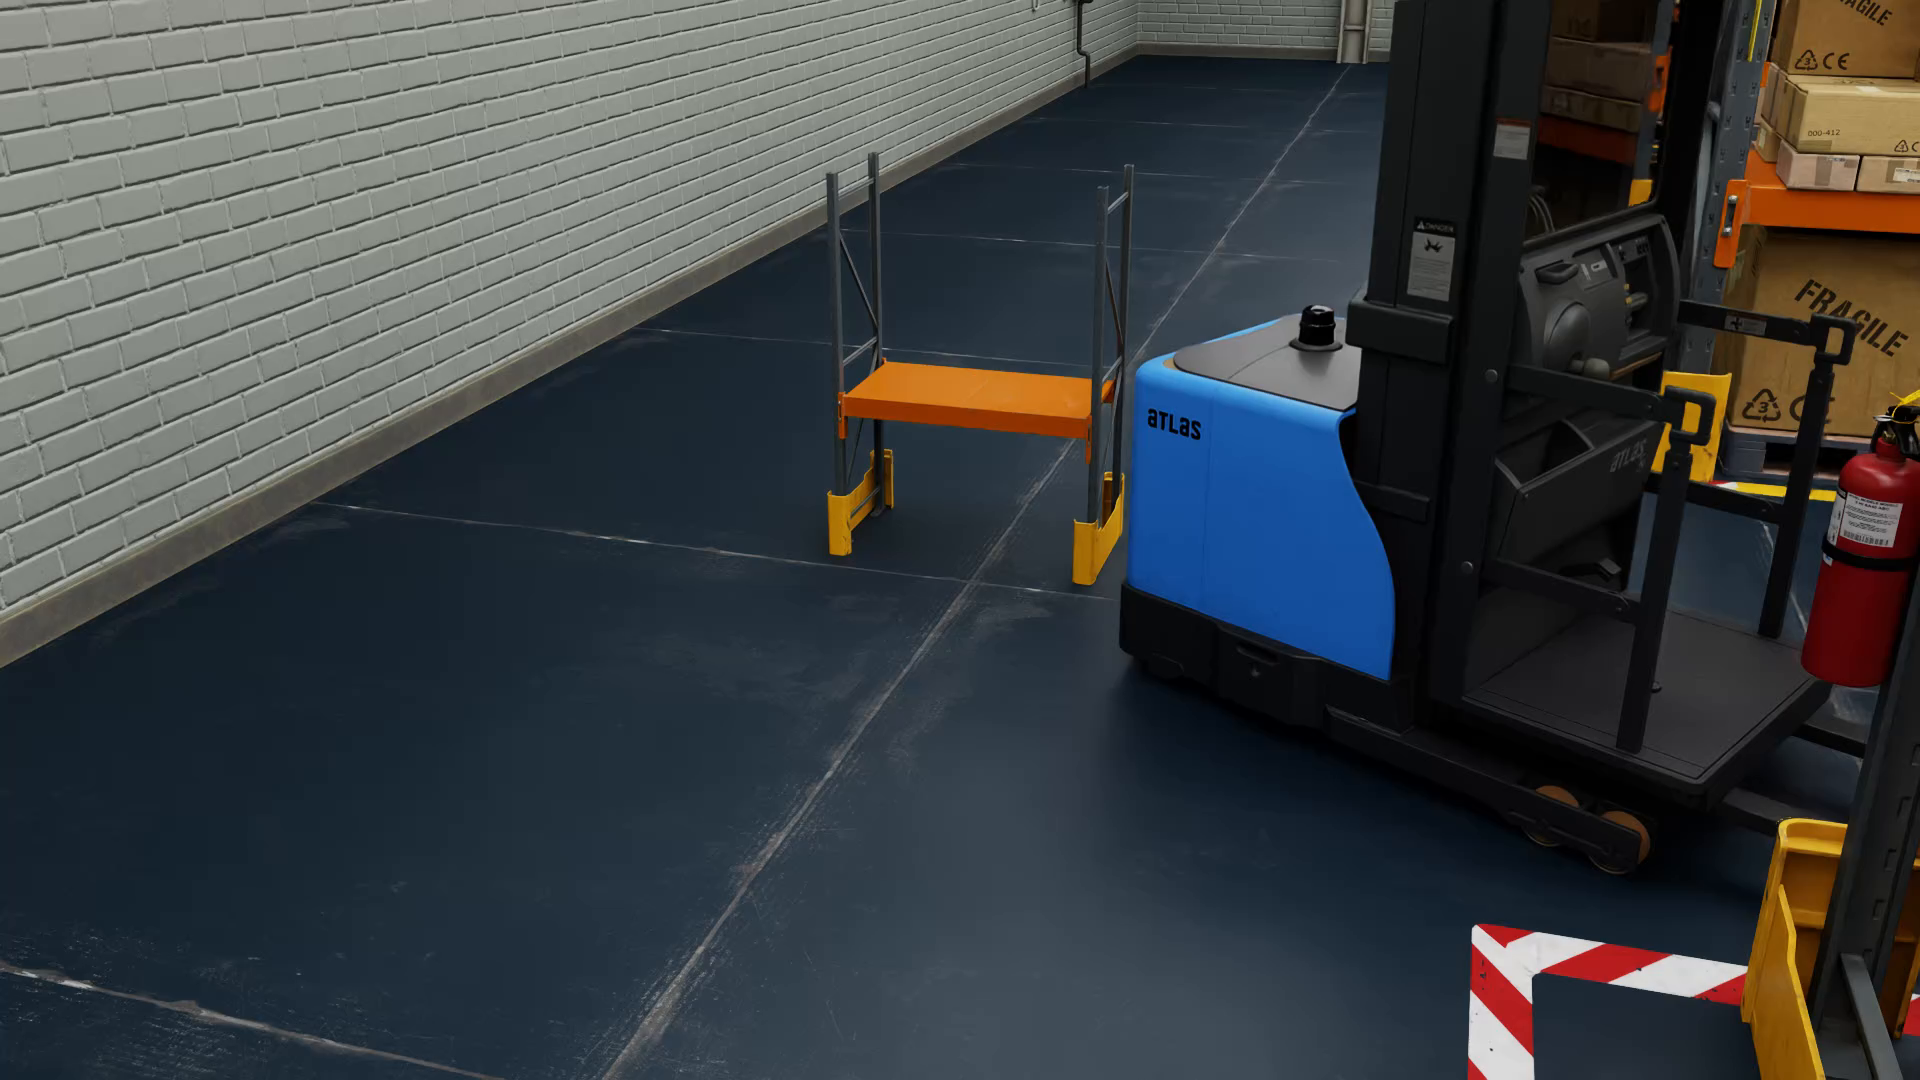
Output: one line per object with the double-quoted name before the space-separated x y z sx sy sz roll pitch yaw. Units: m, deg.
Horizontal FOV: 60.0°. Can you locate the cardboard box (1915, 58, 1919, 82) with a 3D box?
"cardboard box" 4.218 -2.063 6.665 0.500 0.500 0.500 6 23 14

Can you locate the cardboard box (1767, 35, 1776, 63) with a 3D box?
"cardboard box" 5.600 -3.312 11.222 0.250 0.149 0.380 6 23 14

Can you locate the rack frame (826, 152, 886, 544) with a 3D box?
"rack frame" -0.405 -0.740 6.598 0.032 1.500 0.500 7 23 16

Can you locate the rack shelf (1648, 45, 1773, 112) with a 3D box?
"rack shelf" 6.802 -3.092 11.304 4.000 0.370 1.077 7 23 16

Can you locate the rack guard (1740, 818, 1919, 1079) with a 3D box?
"rack guard" 1.900 1.105 3.418 0.348 0.500 1.175 7 23 16

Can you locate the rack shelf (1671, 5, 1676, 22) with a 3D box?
"rack shelf" 8.135 -4.902 15.716 4.000 0.370 1.077 7 23 16

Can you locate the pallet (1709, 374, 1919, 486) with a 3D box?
"pallet" 4.146 -0.504 7.721 1.213 0.211 1.003 7 23 16

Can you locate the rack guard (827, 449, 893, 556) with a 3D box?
"rack guard" -0.404 -0.162 6.835 0.087 0.250 0.587 7 23 16

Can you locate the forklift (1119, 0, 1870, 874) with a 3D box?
"forklift" 1.948 -0.666 4.533 3.031 2.935 1.130 21 30 41

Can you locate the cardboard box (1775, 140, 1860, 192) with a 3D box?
"cardboard box" 3.602 -1.578 6.997 0.250 0.149 0.380 7 23 16

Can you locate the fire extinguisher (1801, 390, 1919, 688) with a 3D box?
"fire extinguisher" 1.914 -0.027 3.477 0.183 0.674 0.296 7 23 16

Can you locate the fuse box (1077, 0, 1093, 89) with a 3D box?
"fuse box" 1.562 -6.215 19.666 0.414 1.711 0.539 7 23 16

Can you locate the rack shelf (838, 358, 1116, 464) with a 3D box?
"rack shelf" 0.082 -0.518 6.531 1.000 0.185 0.538 7 23 16

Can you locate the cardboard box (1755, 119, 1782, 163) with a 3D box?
"cardboard box" 3.794 -1.818 7.580 0.250 0.149 0.380 7 23 17

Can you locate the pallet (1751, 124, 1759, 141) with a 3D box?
"pallet" 8.173 -3.970 16.171 1.213 0.211 1.003 7 23 16

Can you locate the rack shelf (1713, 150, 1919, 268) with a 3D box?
"rack shelf" 5.273 -1.301 6.938 4.000 0.370 1.077 7 23 16

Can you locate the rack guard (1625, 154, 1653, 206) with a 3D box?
"rack guard" 4.960 -2.480 12.156 0.348 0.500 1.175 7 23 16

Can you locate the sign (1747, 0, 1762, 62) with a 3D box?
"sign" 3.192 -2.090 6.667 0.005 0.325 0.100 7 23 16

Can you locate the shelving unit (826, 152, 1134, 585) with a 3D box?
"shelving unit" 0.073 -0.686 6.465 1.083 1.500 0.587 7 23 16

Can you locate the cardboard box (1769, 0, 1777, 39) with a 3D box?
"cardboard box" 5.237 -3.679 11.262 0.500 0.500 0.500 8 24 18

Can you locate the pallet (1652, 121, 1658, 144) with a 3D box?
"pallet" 7.009 -4.105 16.499 1.213 0.211 1.003 7 23 16

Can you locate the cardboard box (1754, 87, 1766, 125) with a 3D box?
"cardboard box" 7.760 -4.330 16.195 0.875 0.438 0.875 7 23 17

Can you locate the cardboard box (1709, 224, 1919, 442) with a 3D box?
"cardboard box" 3.994 -1.024 7.559 0.875 0.875 0.875 7 23 16

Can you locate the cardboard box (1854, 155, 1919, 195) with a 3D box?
"cardboard box" 3.848 -1.551 6.929 0.250 0.149 0.380 6 23 15

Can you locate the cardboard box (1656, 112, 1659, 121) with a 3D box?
"cardboard box" 6.881 -4.427 16.433 0.875 0.438 0.875 6 23 14

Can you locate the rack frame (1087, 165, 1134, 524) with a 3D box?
"rack frame" 0.568 -0.629 6.327 0.032 1.500 0.500 7 23 16

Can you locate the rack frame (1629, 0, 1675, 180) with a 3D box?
"rack frame" 4.887 -3.645 11.702 0.127 3.000 1.000 7 23 16

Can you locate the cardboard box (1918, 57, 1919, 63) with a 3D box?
"cardboard box" 6.369 -3.257 11.089 0.250 0.149 0.380 6 23 14

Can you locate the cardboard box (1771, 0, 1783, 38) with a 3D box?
"cardboard box" 5.757 -3.629 11.142 0.500 0.500 0.500 7 23 16

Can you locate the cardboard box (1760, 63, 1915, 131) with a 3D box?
"cardboard box" 3.898 -1.965 7.414 0.500 0.250 0.500 6 23 15

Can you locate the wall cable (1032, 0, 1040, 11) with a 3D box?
"wall cable" 0.815 -6.548 17.401 0.123 1.953 0.585 7 23 16

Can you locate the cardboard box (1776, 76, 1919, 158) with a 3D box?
"cardboard box" 3.739 -1.771 6.941 0.500 0.250 0.500 6 23 14

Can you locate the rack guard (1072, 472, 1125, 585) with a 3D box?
"rack guard" 0.550 -0.053 6.569 0.087 0.250 0.587 7 23 16

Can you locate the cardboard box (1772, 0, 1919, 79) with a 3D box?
"cardboard box" 3.900 -2.311 7.268 0.500 0.500 0.500 7 23 16

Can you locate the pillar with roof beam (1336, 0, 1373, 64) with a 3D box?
"pillar with roof beam" 4.086 -9.092 17.079 0.400 9.000 9.100 7 23 16

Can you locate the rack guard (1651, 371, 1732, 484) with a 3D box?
"rack guard" 3.335 -0.700 7.817 0.348 0.500 1.175 7 23 16

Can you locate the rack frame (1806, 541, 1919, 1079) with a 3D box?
"rack frame" 1.927 -0.054 2.949 0.127 3.000 1.000 7 23 16

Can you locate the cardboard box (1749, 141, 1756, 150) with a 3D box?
"cardboard box" 5.691 -2.781 12.016 0.250 0.149 0.380 7 23 17

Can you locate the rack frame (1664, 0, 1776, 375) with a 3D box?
"rack frame" 3.358 -1.853 7.336 0.127 3.000 1.000 7 23 16

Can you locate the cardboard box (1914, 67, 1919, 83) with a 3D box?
"cardboard box" 4.384 -1.909 7.278 0.500 0.250 0.500 6 23 15

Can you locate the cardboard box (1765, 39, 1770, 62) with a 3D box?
"cardboard box" 5.358 -3.361 11.342 0.250 0.149 0.380 7 23 17

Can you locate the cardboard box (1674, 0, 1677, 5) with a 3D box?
"cardboard box" 6.597 -5.343 15.712 0.500 0.500 0.500 6 23 15

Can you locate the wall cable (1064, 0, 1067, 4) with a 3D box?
"wall cable" 1.214 -7.050 18.667 0.122 1.984 0.588 7 23 16
